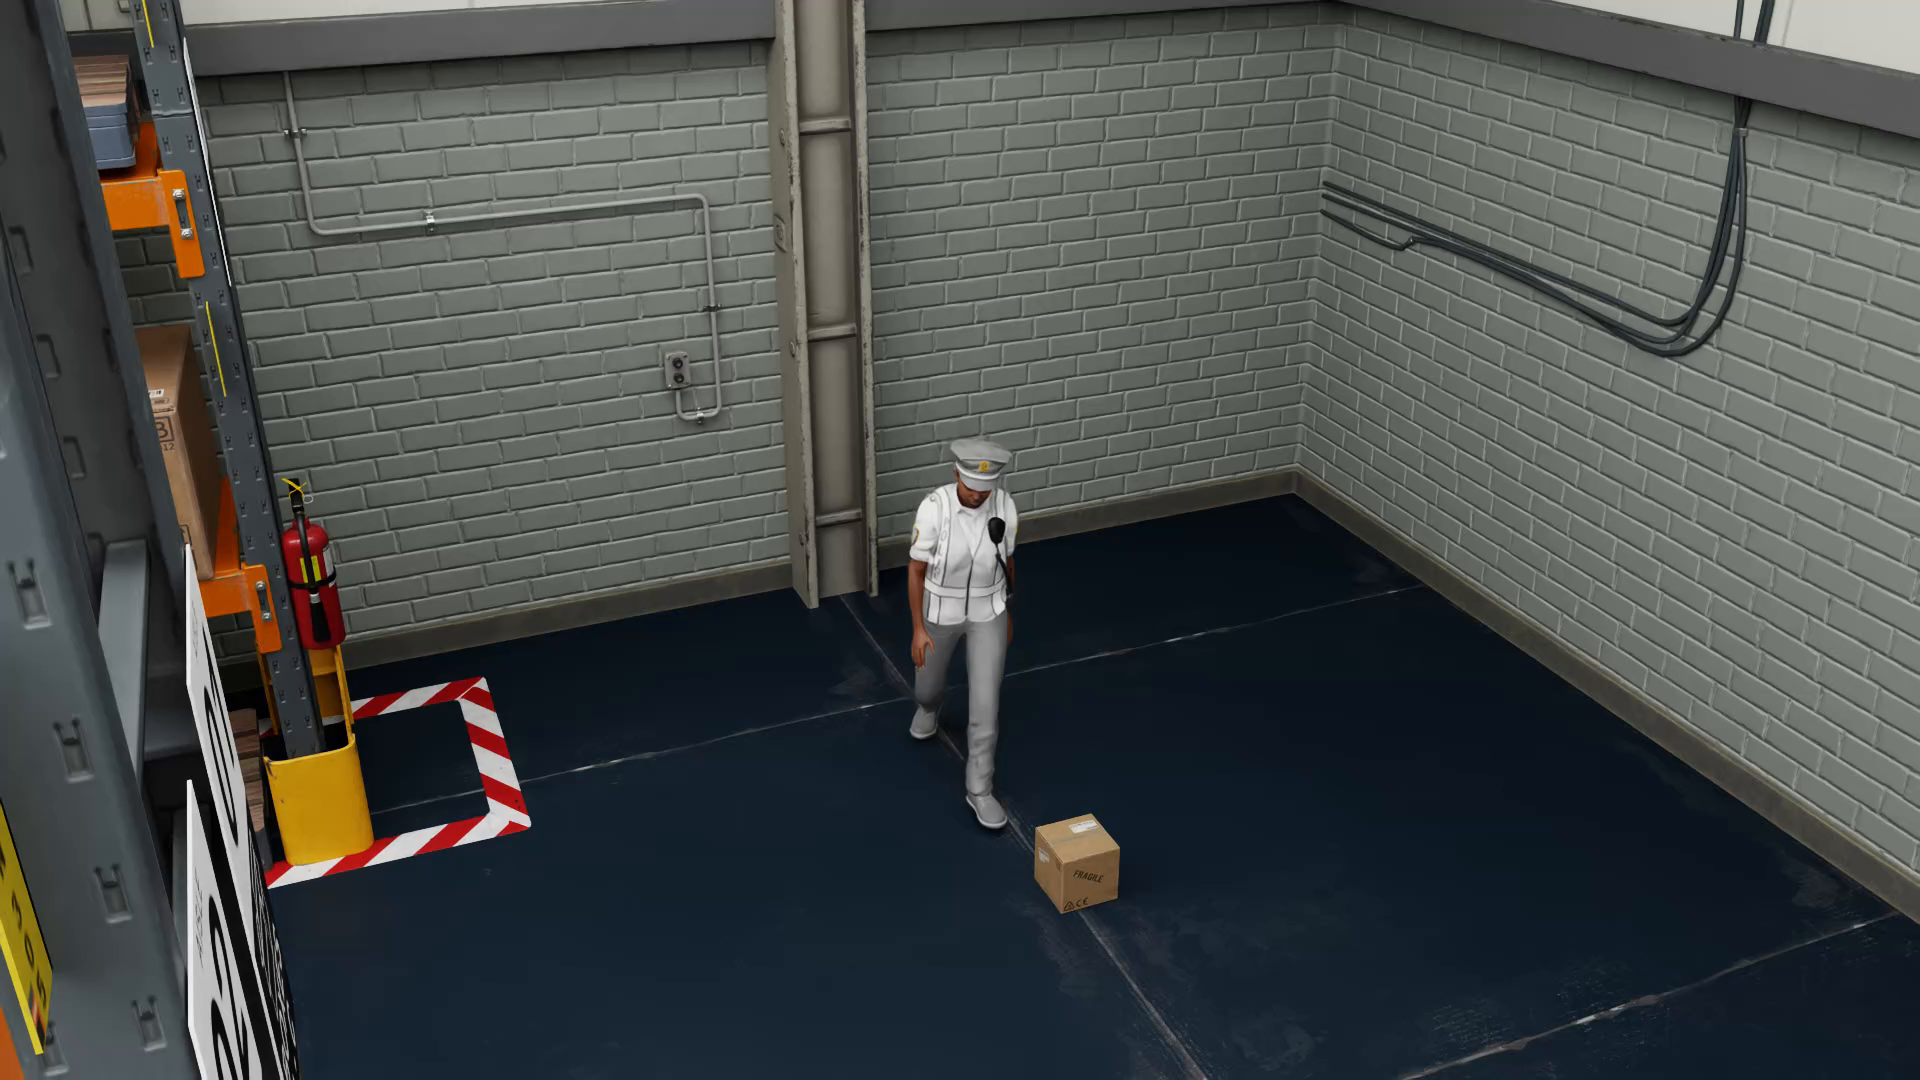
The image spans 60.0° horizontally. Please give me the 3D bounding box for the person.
[{"bbox_3d":[0.009,0.307,6.975,0.461,1.622,0.894,-2,26,-4],"label":"person"}]
